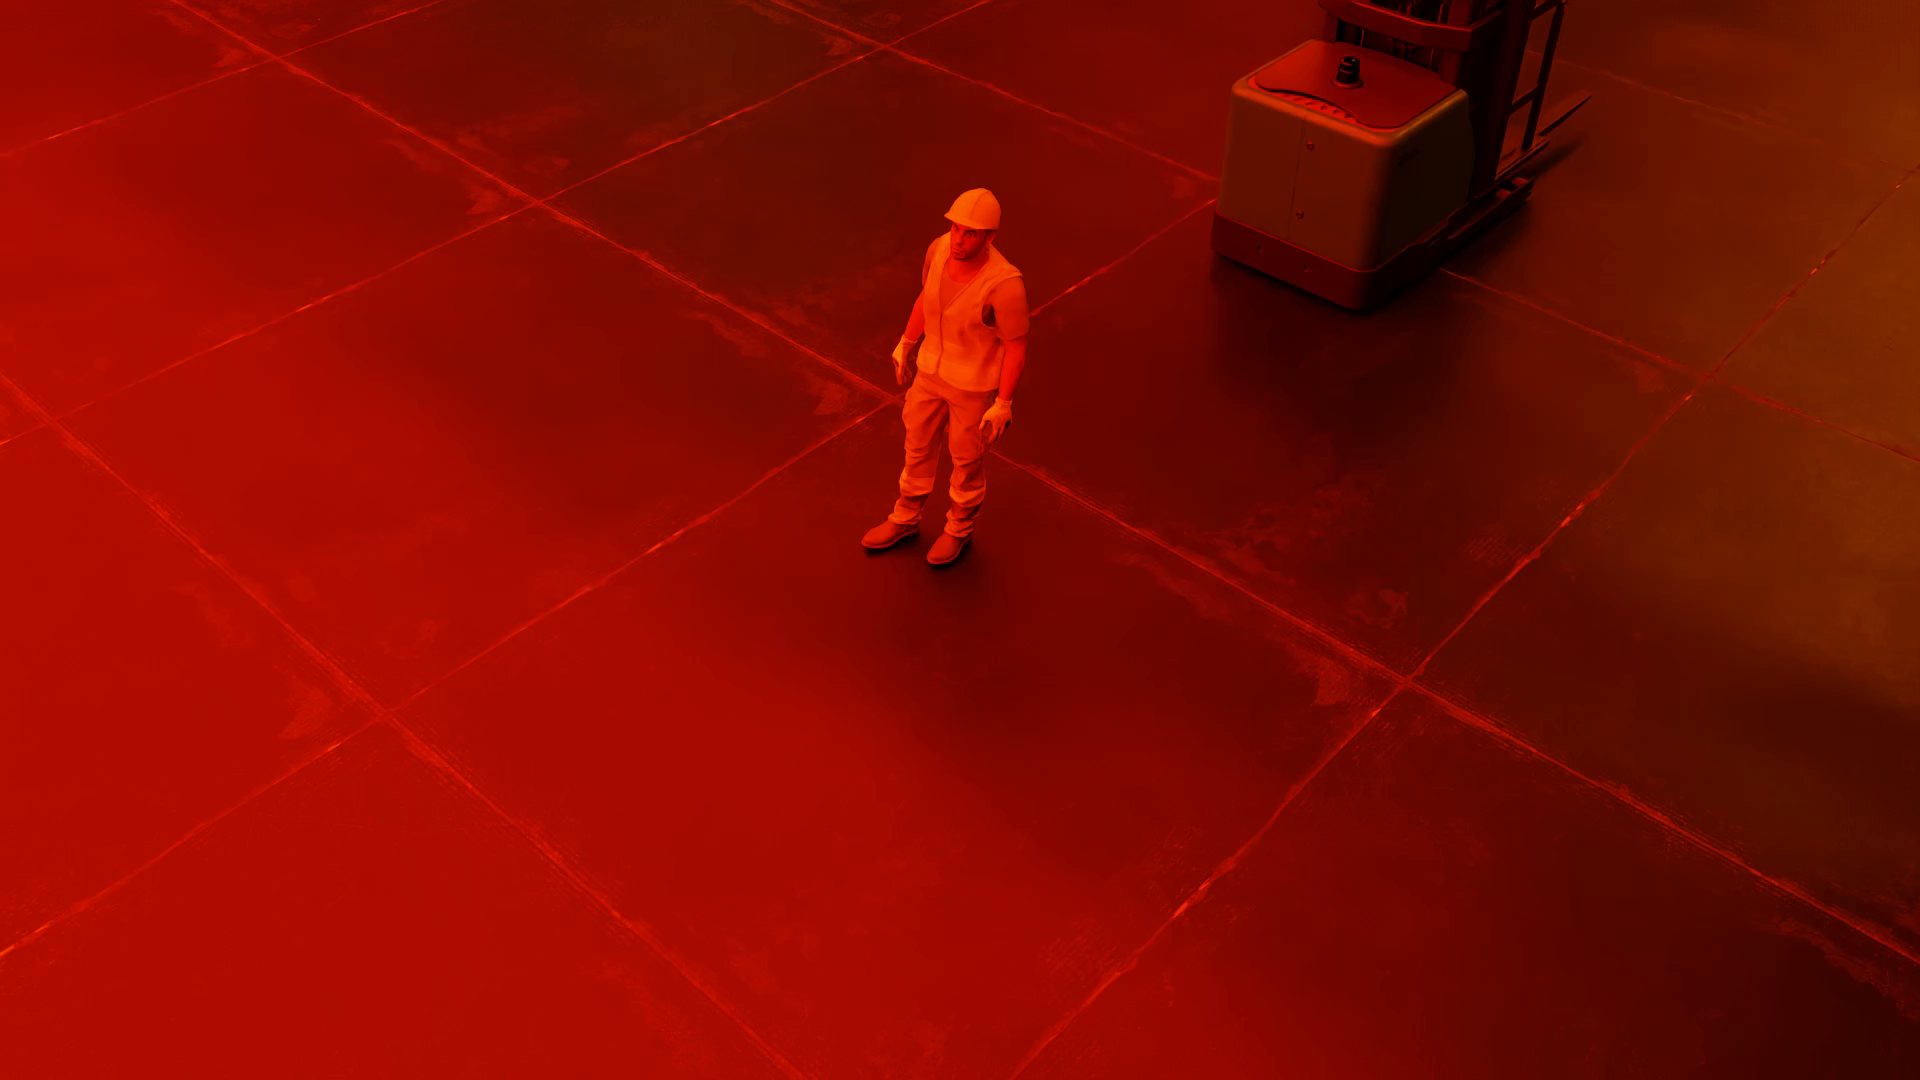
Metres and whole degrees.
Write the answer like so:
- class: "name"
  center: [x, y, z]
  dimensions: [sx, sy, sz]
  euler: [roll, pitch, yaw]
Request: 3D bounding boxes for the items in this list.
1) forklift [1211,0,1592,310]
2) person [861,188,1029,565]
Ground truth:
- class: "forklift"
  center: [2.799, -3.237, 9.202]
  dimensions: [1.130, 2.935, 3.031]
  euler: [31, 49, 31]
- class: "person"
  center: [-0.063, -0.652, 7.053]
  dimensions: [0.637, 1.787, 0.564]
  euler: [31, 49, 31]
